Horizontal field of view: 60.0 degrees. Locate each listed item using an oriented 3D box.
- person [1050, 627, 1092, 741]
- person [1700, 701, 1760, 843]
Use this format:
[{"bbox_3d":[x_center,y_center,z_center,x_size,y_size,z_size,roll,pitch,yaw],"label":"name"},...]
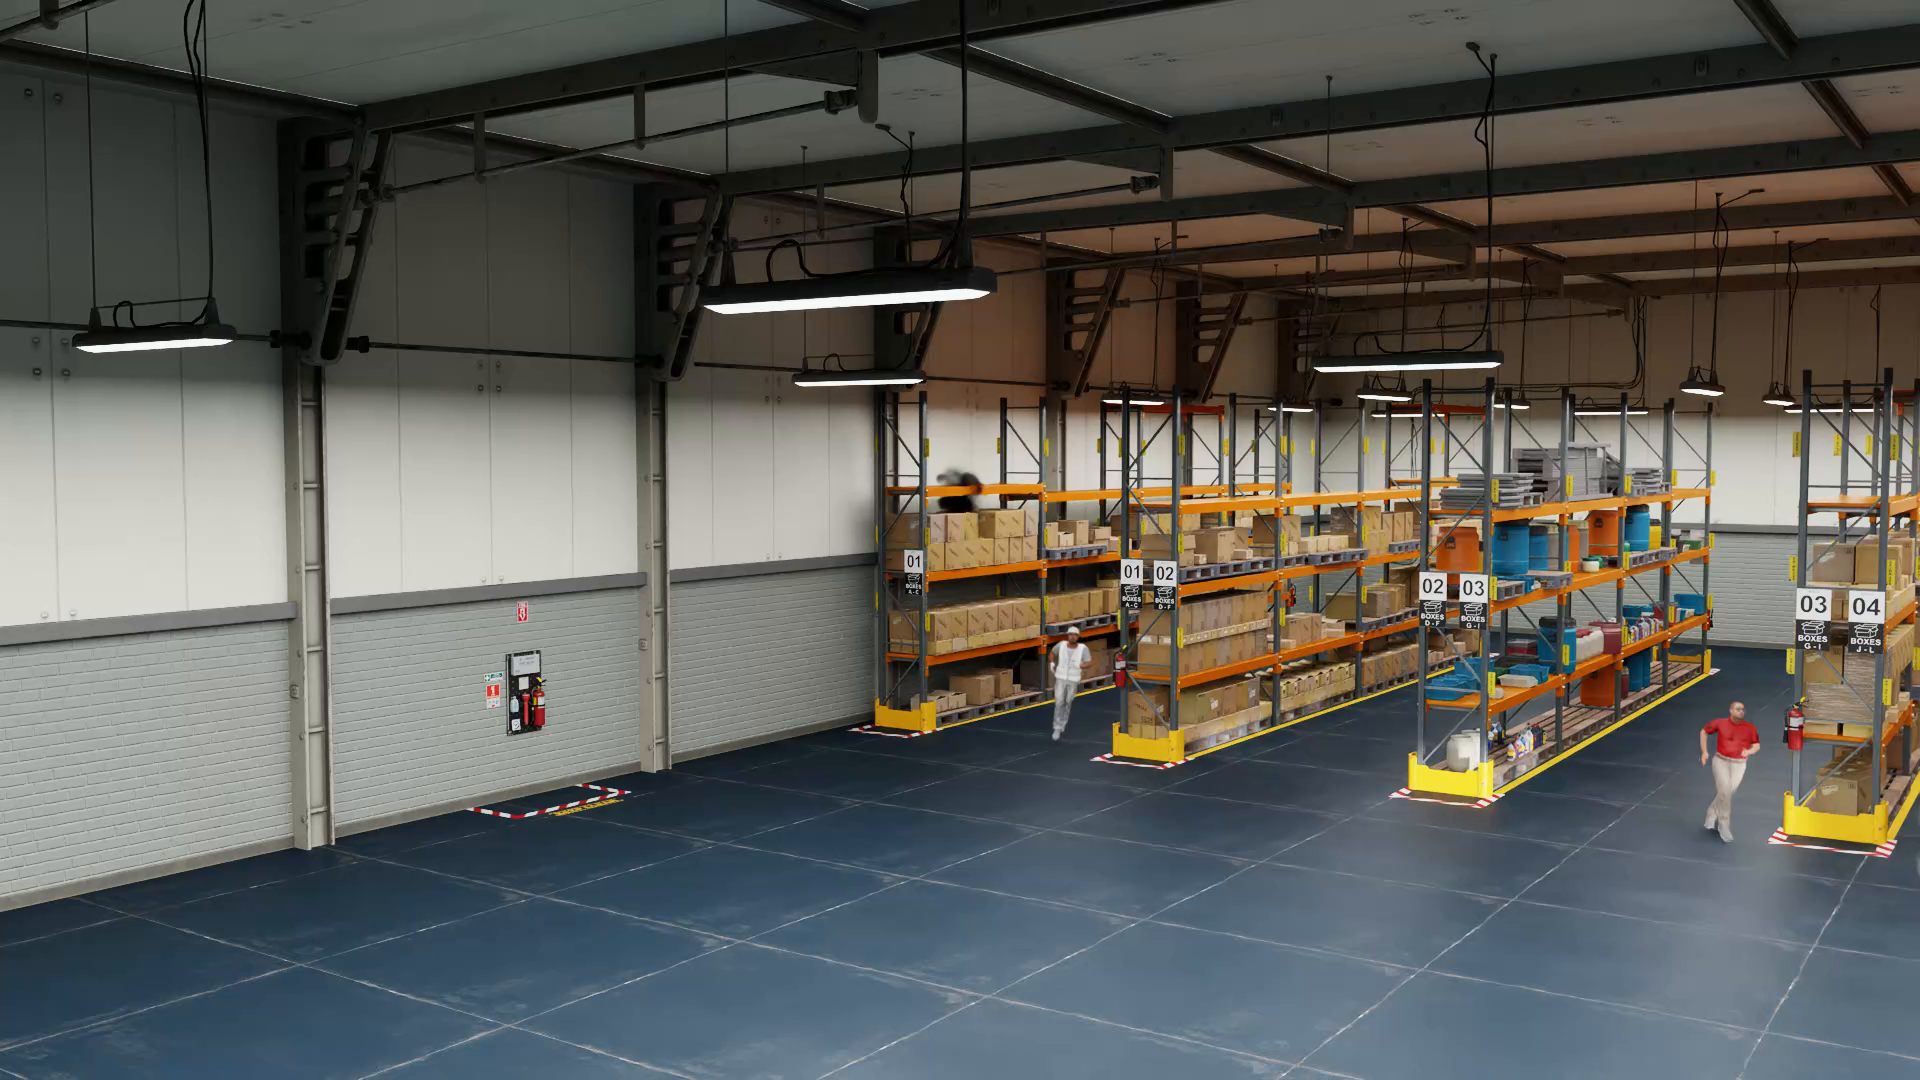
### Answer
[{"bbox_3d":[1.821,2.333,27.391,0.684,1.834,0.789,0,3,3],"label":"person"},{"bbox_3d":[9.973,2.953,21.444,0.670,1.728,0.837,0,3,2],"label":"person"}]
